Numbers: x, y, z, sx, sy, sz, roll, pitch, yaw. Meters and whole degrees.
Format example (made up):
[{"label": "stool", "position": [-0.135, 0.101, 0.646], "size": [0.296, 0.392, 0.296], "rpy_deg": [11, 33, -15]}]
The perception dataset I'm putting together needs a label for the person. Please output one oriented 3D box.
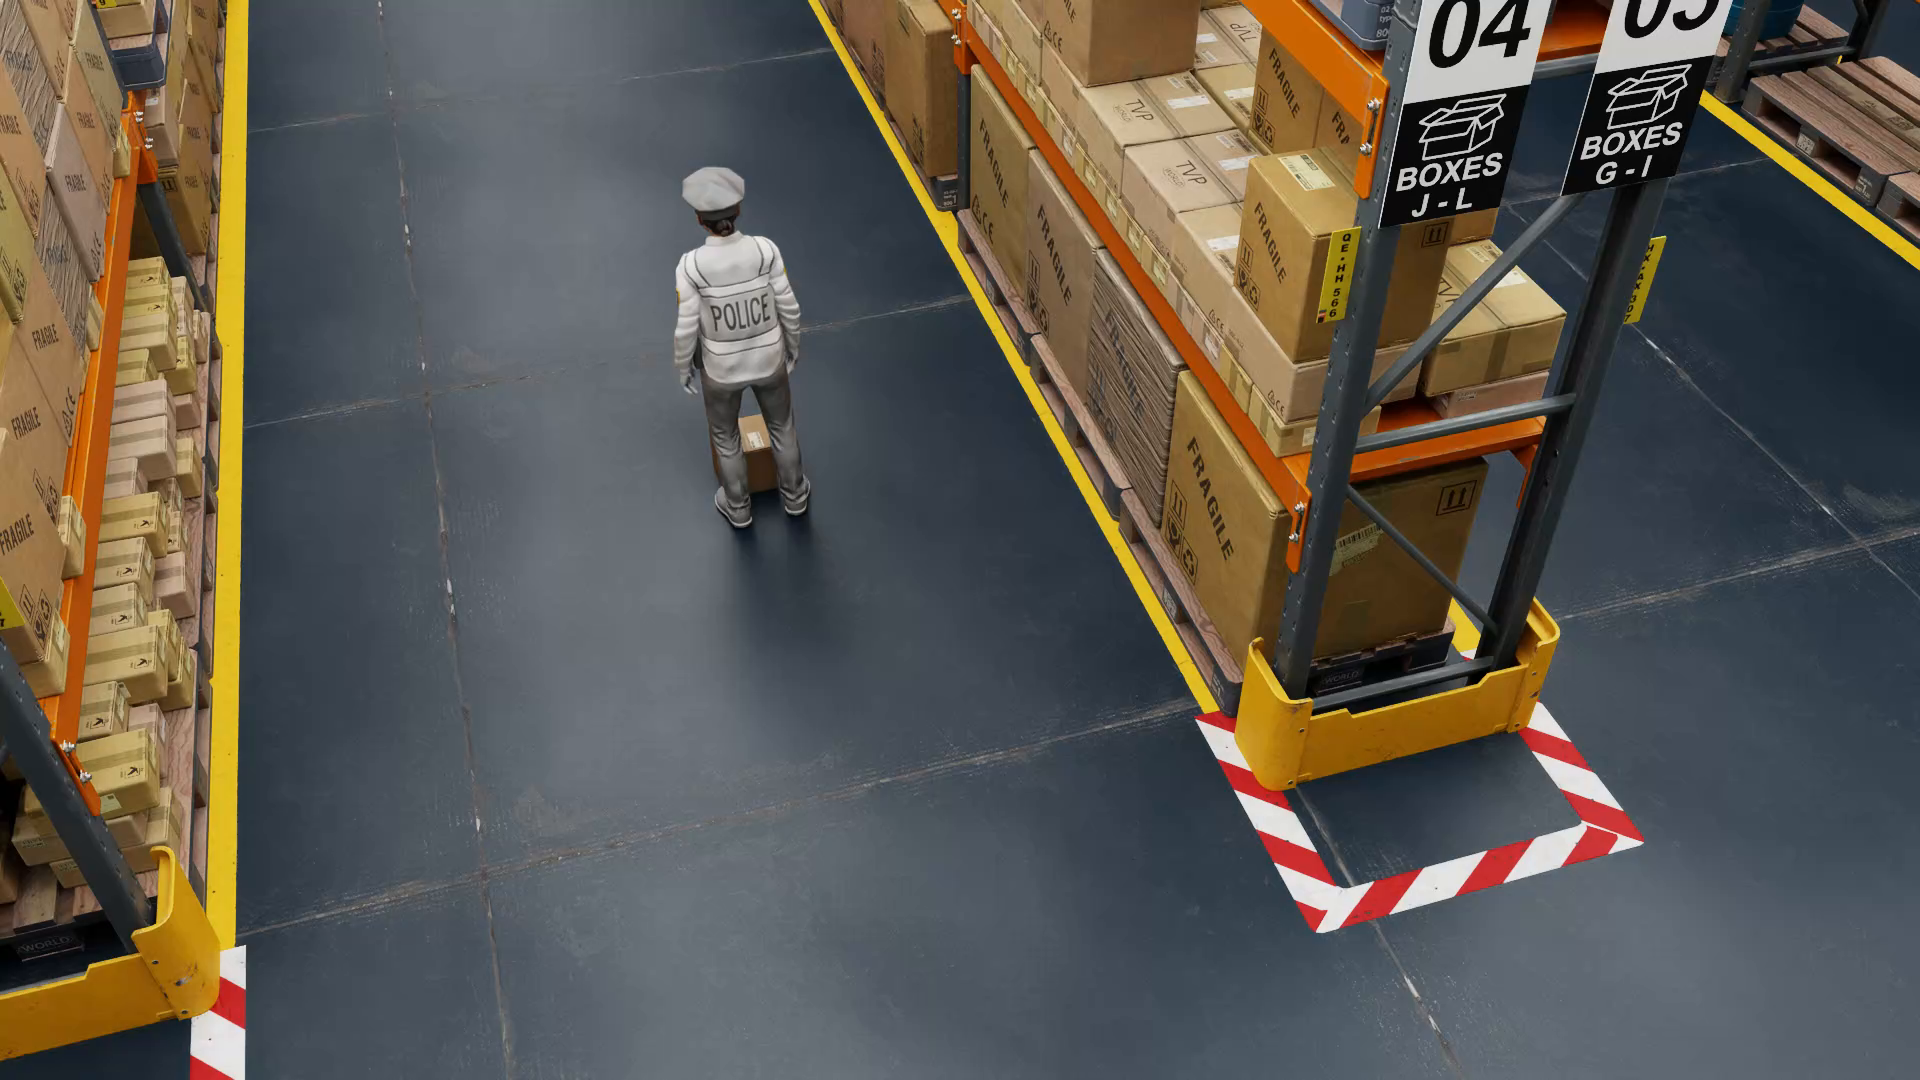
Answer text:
[{"label": "person", "position": [-0.921, -0.751, 6.977], "size": [0.543, 1.666, 0.372], "rpy_deg": [-14, 44, -14]}]
